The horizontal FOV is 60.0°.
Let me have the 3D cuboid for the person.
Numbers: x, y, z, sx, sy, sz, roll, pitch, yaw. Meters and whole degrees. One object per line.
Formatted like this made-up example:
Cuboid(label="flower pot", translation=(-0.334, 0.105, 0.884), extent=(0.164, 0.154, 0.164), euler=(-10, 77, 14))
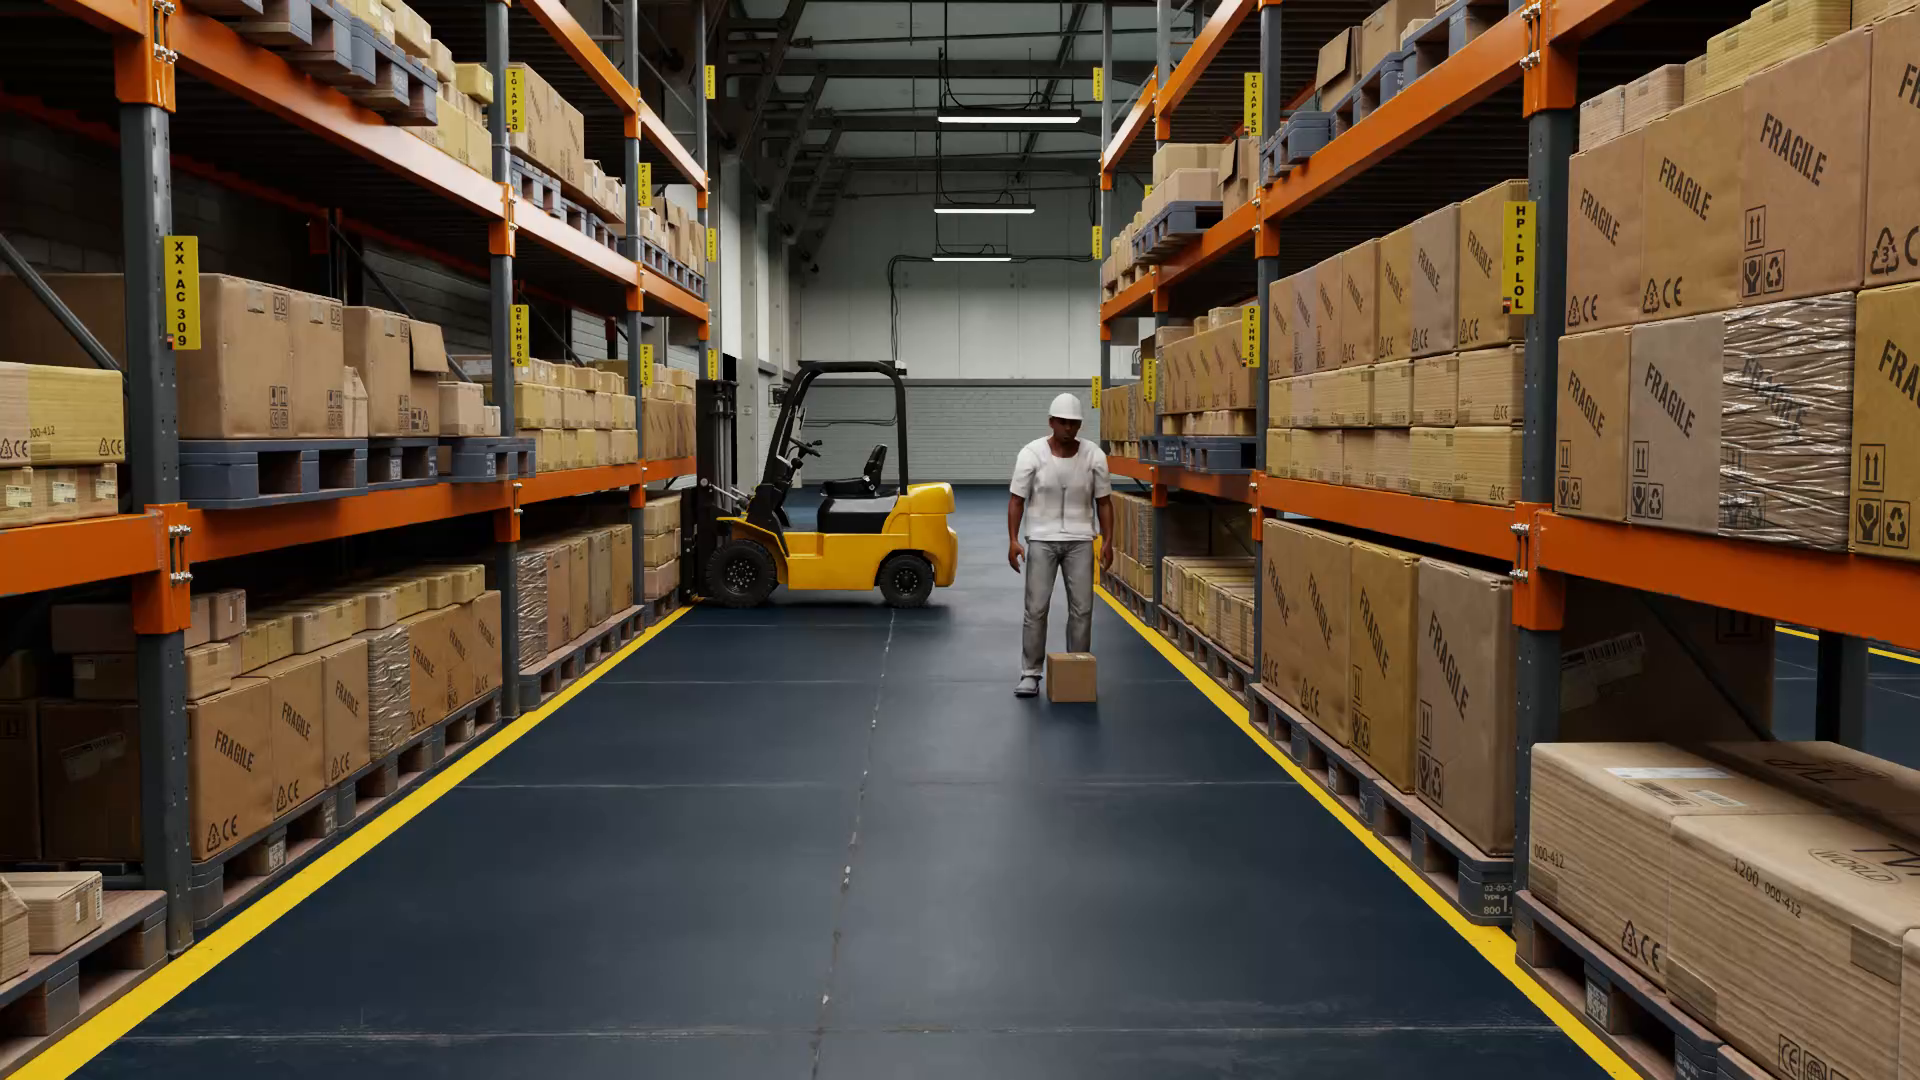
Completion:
Cuboid(label="person", translation=(0.592, 0.025, 9.741), extent=(0.626, 1.757, 0.459), euler=(0, 4, -3))
